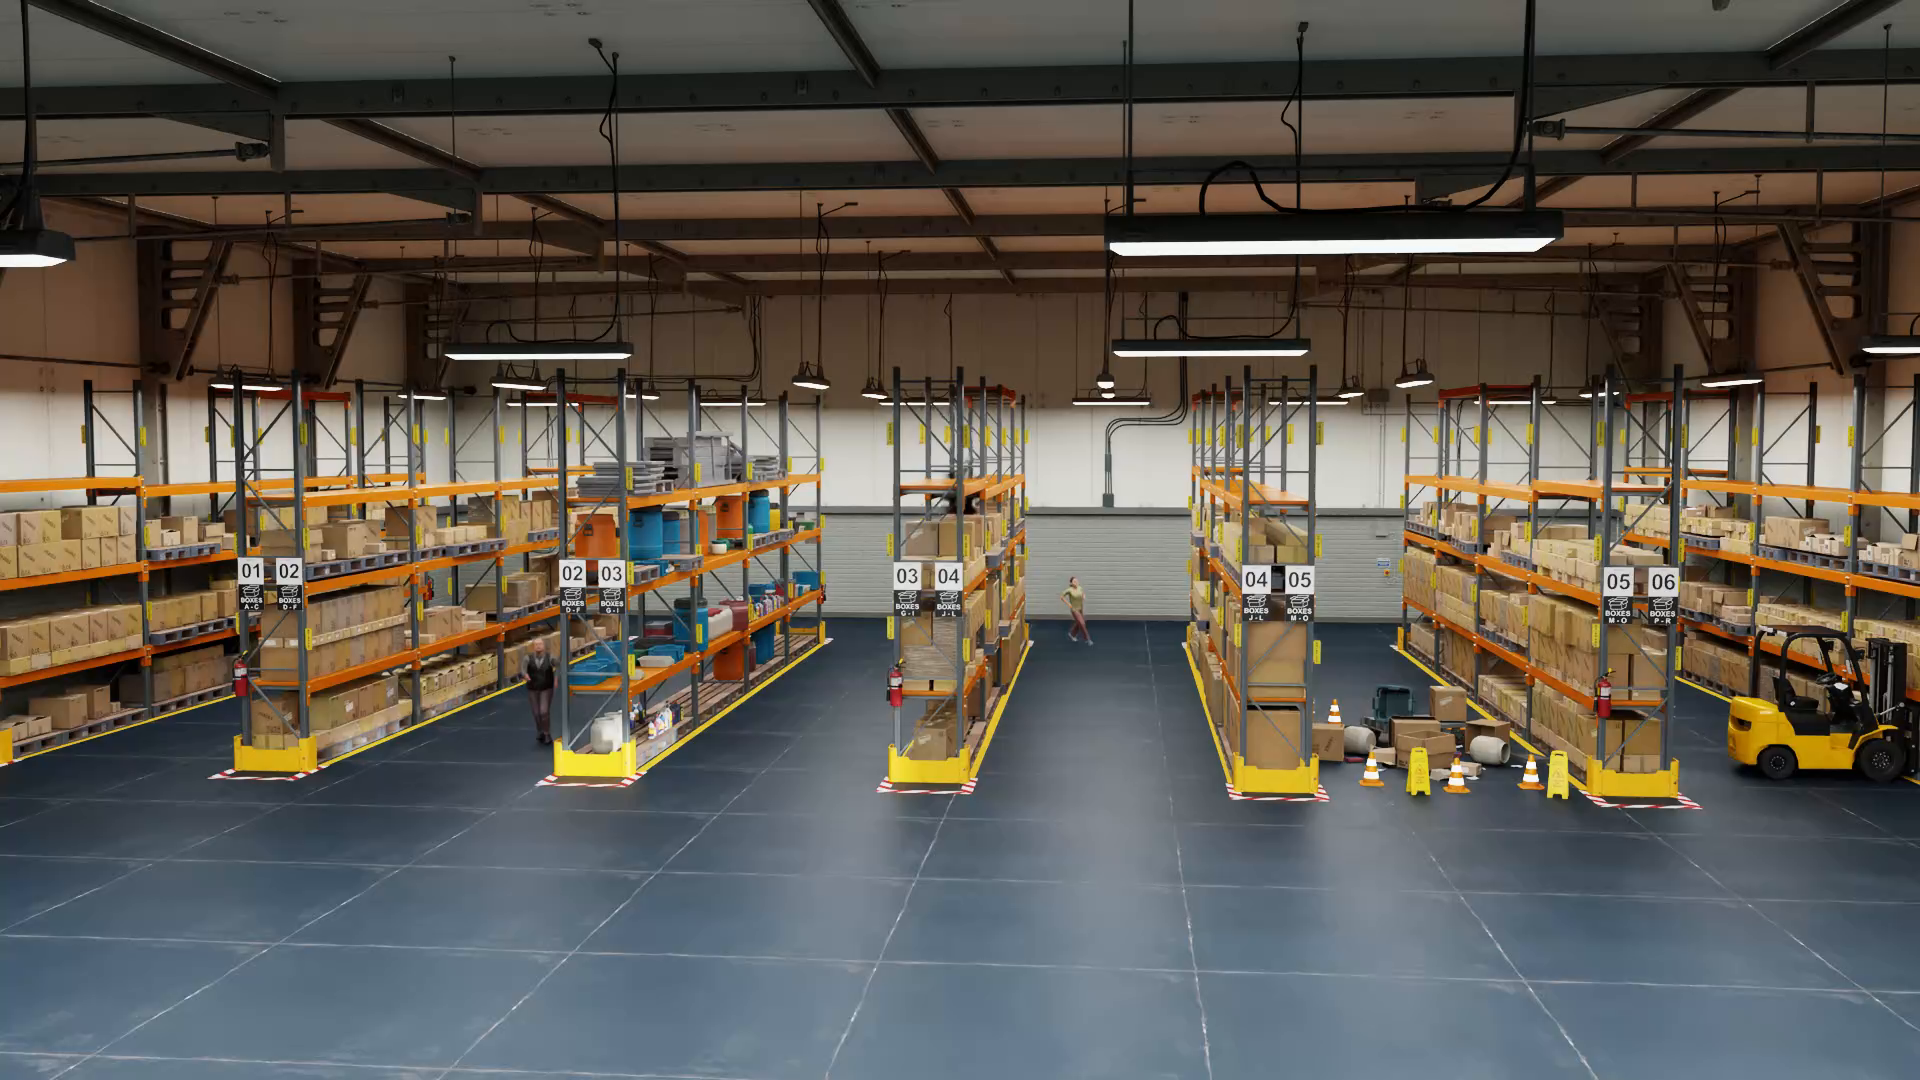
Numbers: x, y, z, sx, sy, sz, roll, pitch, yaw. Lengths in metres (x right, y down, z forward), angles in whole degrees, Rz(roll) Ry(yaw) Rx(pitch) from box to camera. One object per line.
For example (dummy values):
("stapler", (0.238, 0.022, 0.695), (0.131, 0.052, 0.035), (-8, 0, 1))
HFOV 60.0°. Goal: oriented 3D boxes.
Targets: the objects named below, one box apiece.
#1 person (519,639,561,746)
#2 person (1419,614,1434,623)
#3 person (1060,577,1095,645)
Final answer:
("person", (-6.840, 2.472, 27.061), (0.644, 1.742, 0.738), (0, 4, -2))
("person", (11.378, 1.709, 40.367), (0.500, 1.584, 0.581), (3, 5, 45))
("person", (2.762, 1.694, 39.952), (0.603, 1.640, 0.915), (-3, 4, -37))
